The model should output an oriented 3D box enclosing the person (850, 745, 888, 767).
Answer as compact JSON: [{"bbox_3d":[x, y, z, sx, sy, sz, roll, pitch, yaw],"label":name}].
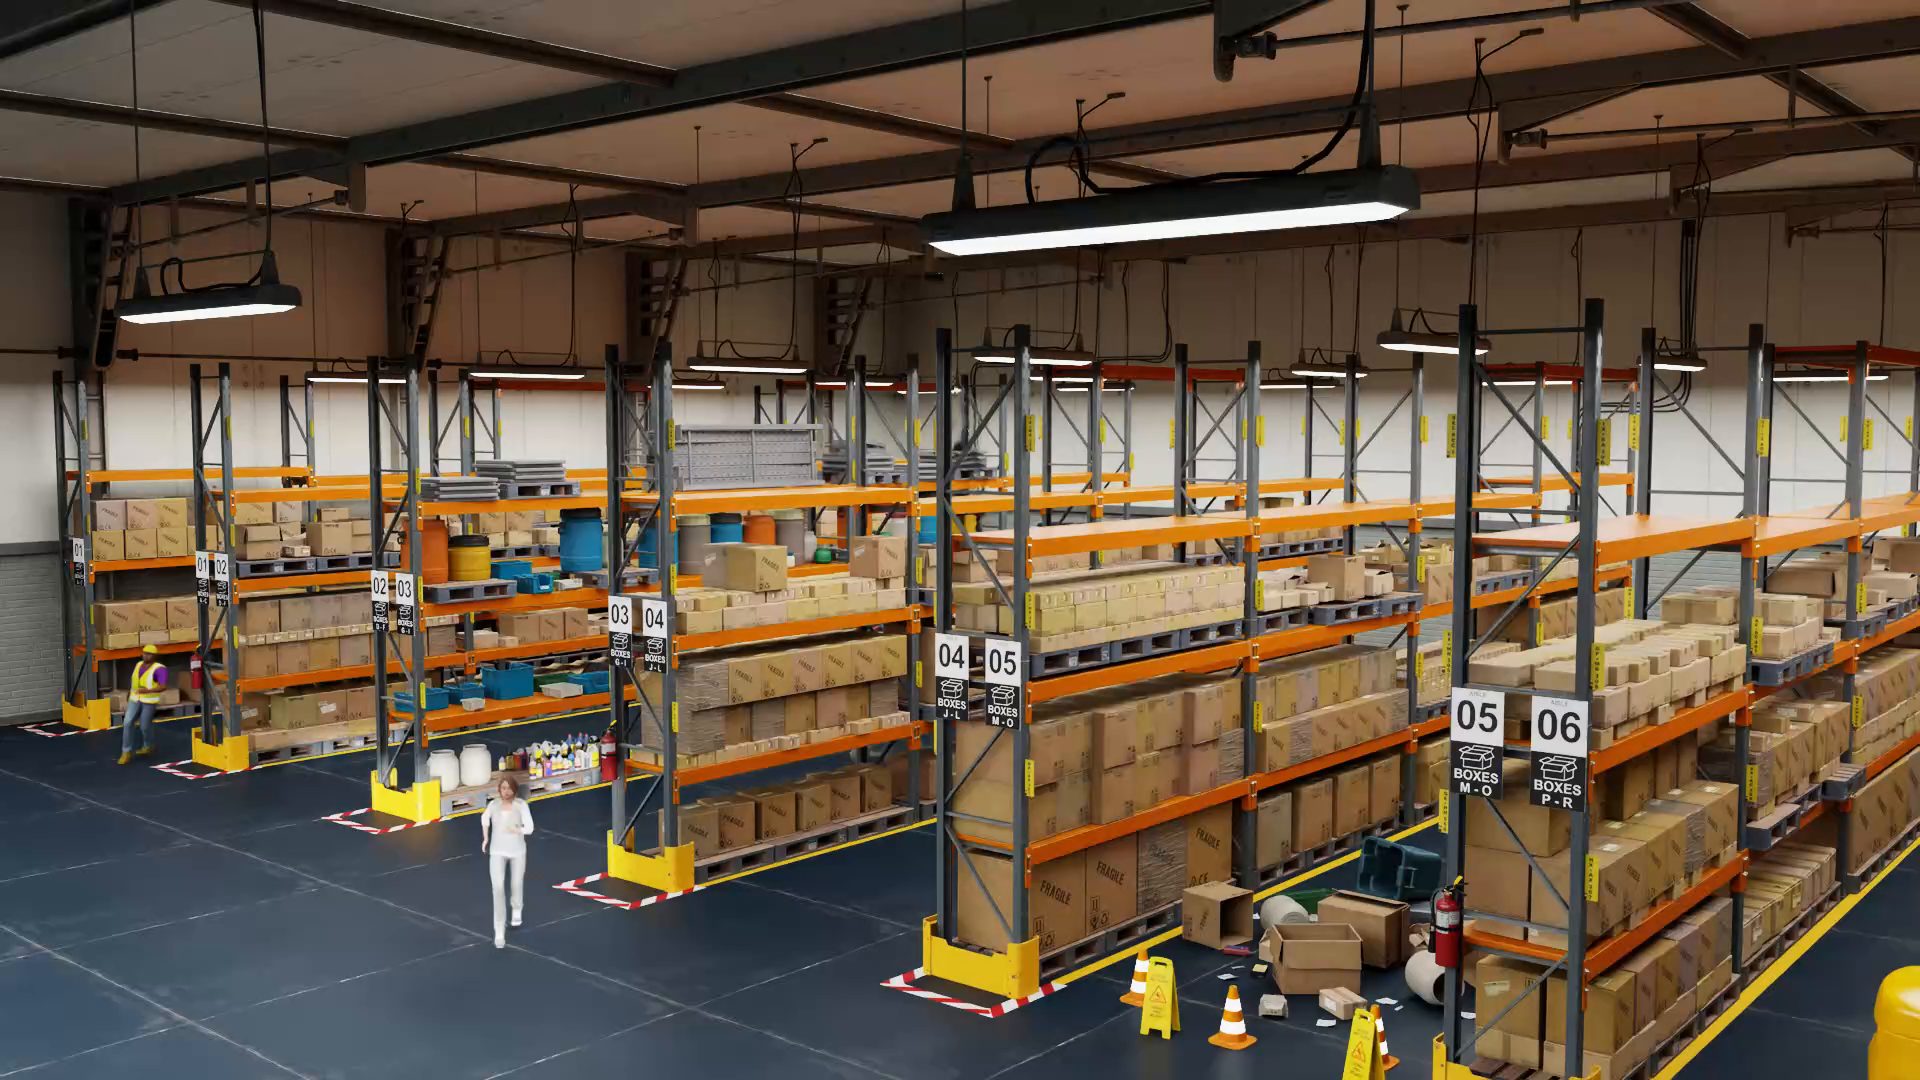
[{"bbox_3d":[-1.326,2.599,23.432,0.694,1.747,0.651,3,5,40],"label":"person"}]

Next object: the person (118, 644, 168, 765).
[{"bbox_3d":[-12.354,2.467,25.194,0.715,1.752,0.815,0,4,2],"label":"person"}]

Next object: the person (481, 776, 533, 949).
[{"bbox_3d":[-4.513,3.155,16.592,0.514,1.635,0.758,-1,4,-13],"label":"person"}]
